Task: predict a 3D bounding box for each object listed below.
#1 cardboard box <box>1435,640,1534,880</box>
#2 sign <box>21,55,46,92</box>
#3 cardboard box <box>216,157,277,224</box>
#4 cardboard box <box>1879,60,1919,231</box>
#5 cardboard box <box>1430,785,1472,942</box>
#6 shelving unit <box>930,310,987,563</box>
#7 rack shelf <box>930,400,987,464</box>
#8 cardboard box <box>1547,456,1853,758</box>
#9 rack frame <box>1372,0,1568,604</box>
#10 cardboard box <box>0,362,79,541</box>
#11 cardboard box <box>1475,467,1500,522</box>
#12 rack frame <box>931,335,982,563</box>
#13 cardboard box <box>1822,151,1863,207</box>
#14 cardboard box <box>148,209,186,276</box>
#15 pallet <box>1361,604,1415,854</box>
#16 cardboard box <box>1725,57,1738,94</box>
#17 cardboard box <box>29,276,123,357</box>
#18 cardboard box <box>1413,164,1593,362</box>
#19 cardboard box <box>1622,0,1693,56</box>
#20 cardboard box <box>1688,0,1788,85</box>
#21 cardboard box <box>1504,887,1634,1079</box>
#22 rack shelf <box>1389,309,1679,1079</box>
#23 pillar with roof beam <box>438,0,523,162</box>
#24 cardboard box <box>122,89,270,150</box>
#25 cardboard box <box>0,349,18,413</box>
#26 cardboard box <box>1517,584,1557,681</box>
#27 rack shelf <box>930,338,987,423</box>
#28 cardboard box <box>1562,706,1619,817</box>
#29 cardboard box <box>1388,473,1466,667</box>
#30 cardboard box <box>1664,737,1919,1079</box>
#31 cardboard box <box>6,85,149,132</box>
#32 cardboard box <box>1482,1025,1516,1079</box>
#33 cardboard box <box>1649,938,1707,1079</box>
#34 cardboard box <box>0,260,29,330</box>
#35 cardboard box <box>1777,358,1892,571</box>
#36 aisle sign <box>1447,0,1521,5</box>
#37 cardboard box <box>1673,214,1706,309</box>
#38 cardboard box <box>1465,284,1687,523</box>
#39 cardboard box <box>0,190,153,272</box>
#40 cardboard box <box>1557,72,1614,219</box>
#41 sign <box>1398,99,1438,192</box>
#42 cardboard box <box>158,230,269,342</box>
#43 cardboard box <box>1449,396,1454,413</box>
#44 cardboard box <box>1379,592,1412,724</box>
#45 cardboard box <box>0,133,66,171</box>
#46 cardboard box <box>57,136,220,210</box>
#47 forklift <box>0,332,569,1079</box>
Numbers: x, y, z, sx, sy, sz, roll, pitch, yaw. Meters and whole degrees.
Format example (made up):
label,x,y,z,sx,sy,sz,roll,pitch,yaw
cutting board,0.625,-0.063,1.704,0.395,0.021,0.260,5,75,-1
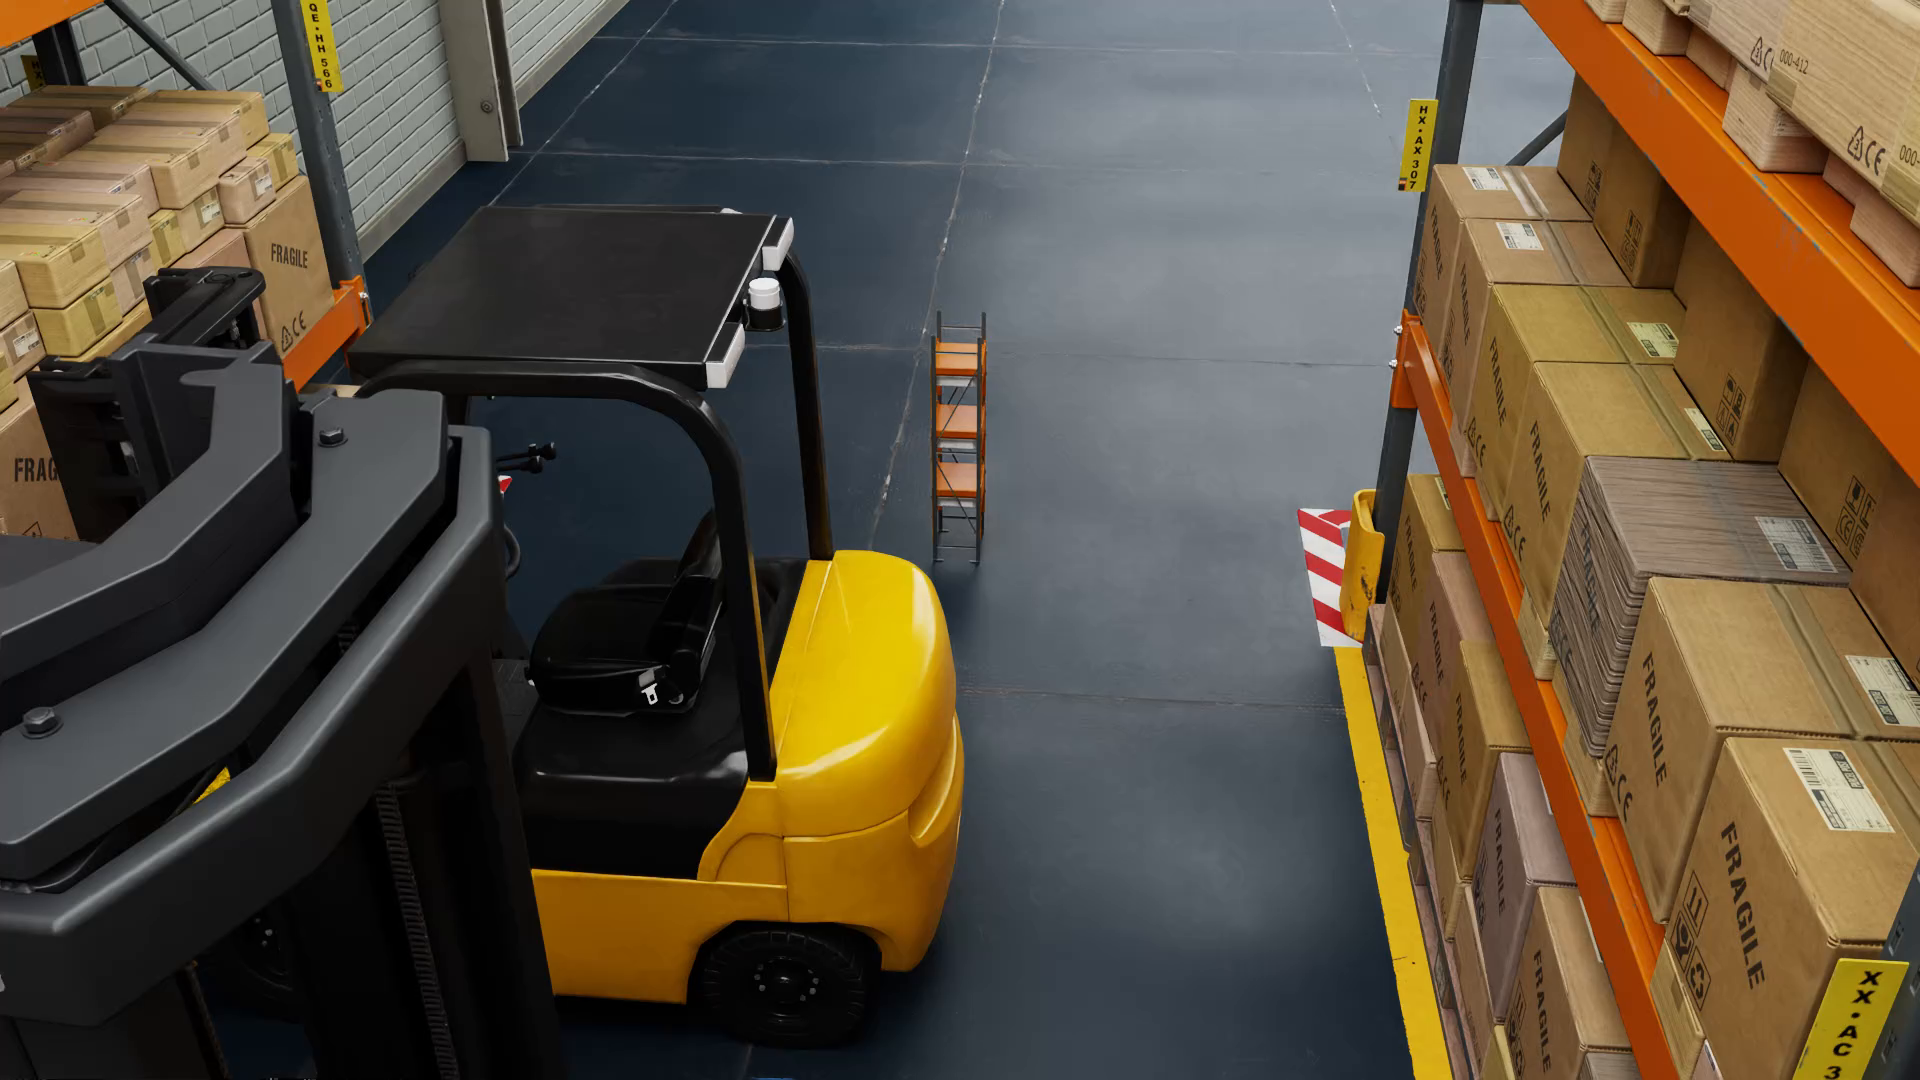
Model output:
label,x,y,z,sx,sy,sz,roll,pitch,yaw
cardboard box,1.709,0.650,4.842,0.500,0.500,0.500,3,32,5
sign,-3.361,-1.620,6.119,0.100,0.325,0.005,2,32,4
cardboard box,-2.549,-1.181,5.594,0.380,0.149,0.250,3,32,5
cardboard box,1.581,-0.472,2.157,0.500,0.250,0.500,2,32,4
cardboard box,1.717,0.974,5.032,0.500,0.250,0.500,5,32,7
shelving unit,-0.004,-0.419,6.929,0.215,1.050,0.252,2,32,4
rack shelf,-0.004,-0.410,6.935,0.215,0.259,0.240,2,32,4
cardboard box,1.675,0.158,3.756,0.500,0.500,0.500,3,32,5
rack frame,2.139,-0.981,5.982,1.000,3.000,0.127,2,32,4
cardboard box,-2.710,-0.163,4.559,0.500,0.500,0.500,3,32,4
cardboard box,1.742,-0.170,4.906,0.380,0.149,0.250,3,32,5
rack frame,-0.014,-0.355,6.826,0.200,1.050,0.008,2,32,4
cardboard box,1.708,-0.631,2.795,0.380,0.149,0.250,1,32,2
cardboard box,-2.662,-0.919,5.169,0.380,0.149,0.250,2,32,4
pallet,2.032,0.669,5.962,1.003,0.211,1.213,2,32,4
cardboard box,1.738,-0.907,3.243,0.380,0.149,0.250,3,32,5
cardboard box,-2.637,-0.644,4.723,0.380,0.149,0.250,3,32,4
cardboard box,1.824,-0.914,5.495,0.500,0.500,0.500,2,32,3
cardboard box,1.706,-1.176,3.679,0.380,0.149,0.250,2,32,3
cardboard box,1.677,-1.001,3.016,0.500,0.250,0.500,2,32,3
cardboard box,1.634,1.197,3.955,0.500,0.500,0.500,3,32,5
rack shelf,1.976,0.371,4.474,1.077,0.370,4.000,2,32,4
pillar with roof beam,1.016,-6.373,9.013,9.100,9.000,0.400,2,32,4
cardboard box,-2.628,-1.440,5.730,0.380,0.149,0.250,3,32,4
cardboard box,-2.700,-0.381,4.296,0.380,0.149,0.250,2,32,3
cardboard box,1.651,0.237,4.246,0.380,0.149,0.250,3,32,4
rack shelf,-0.004,-0.652,6.786,0.215,0.259,0.240,2,32,4
cardboard box,1.615,0.505,3.810,0.380,0.149,0.250,2,32,3
cardboard box,1.796,0.114,5.711,0.500,0.500,0.500,1,32,2
cardboard box,1.602,0.699,2.878,0.500,0.500,0.500,2,32,3
cardboard box,-3.049,-1.470,5.778,0.380,0.149,0.250,2,32,3
cardboard box,1.627,1.503,4.172,0.500,0.250,0.500,2,32,3
cardboard box,1.549,0.906,3.160,0.380,0.149,0.250,3,32,5
cardboard box,-2.747,-0.637,4.428,0.380,0.149,0.250,3,32,5
cardboard box,2.197,-0.232,3.436,0.700,0.500,0.500,2,32,3
aisle sign,1.835,-2.133,5.374,0.394,0.787,0.004,2,32,4
cardboard box,2.327,-0.764,4.298,0.700,0.500,0.500,2,32,3
cardboard box,1.745,-0.377,4.623,0.500,0.500,0.500,2,32,3
cardboard box,-2.616,-0.904,4.860,0.380,0.149,0.250,3,32,5
cardboard box,2.315,-1.299,5.167,0.700,0.500,0.500,2,32,3
sign,1.598,-1.372,5.793,0.100,0.325,0.005,2,32,4
cardboard box,-2.638,-0.694,5.422,0.500,0.500,0.500,3,32,6
cardboard box,1.796,-0.437,5.340,0.380,0.149,0.250,1,32,2
cardboard box,1.798,0.421,5.928,0.500,0.250,0.500,2,32,4
cardboard box,-3.111,-1.196,5.334,0.380,0.149,0.250,3,32,5
cardboard box,-2.611,-1.172,5.295,0.380,0.149,0.250,3,32,5
forklift,-1.410,1.155,2.582,3.031,2.935,1.130,5,32,8
